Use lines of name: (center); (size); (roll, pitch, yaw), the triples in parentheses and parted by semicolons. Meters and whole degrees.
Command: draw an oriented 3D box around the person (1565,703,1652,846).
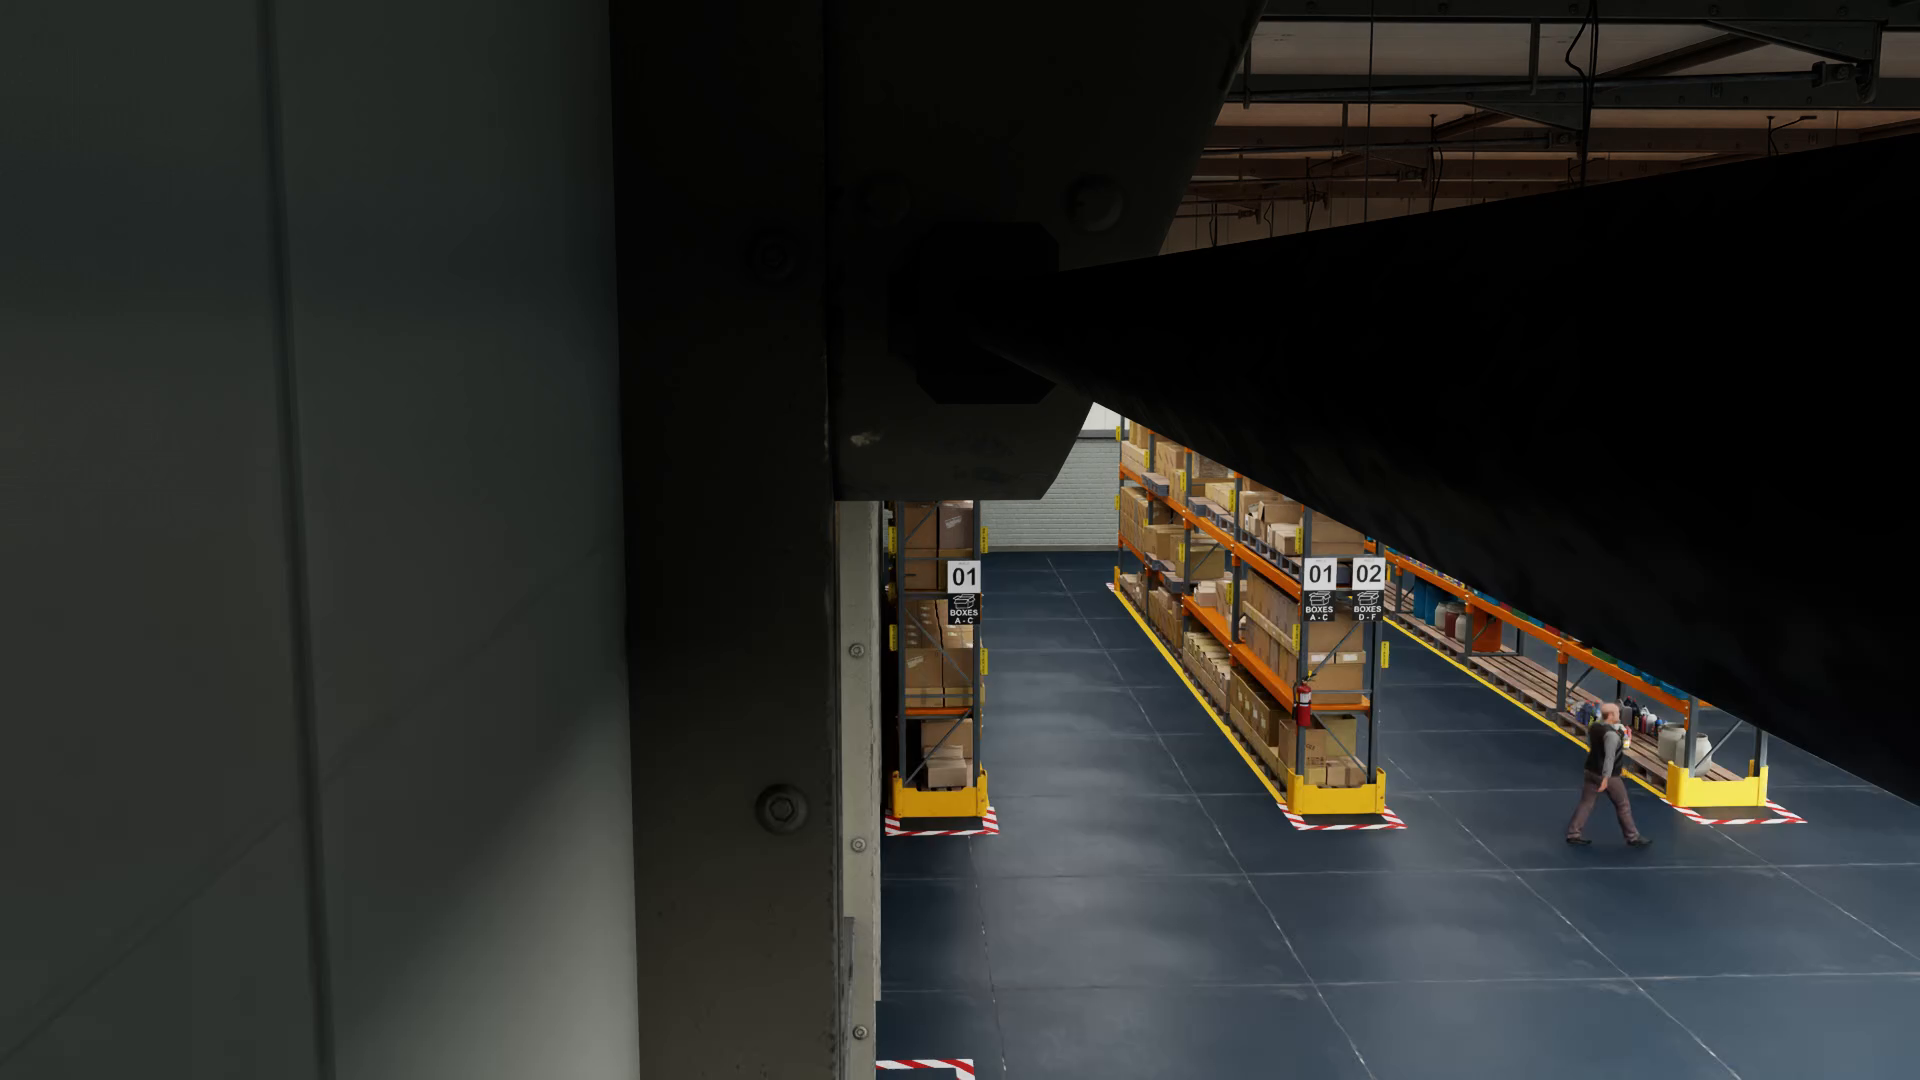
person: (7.539, 2.713, 19.334); (0.976, 1.665, 0.538); (-2, 9, -17)
